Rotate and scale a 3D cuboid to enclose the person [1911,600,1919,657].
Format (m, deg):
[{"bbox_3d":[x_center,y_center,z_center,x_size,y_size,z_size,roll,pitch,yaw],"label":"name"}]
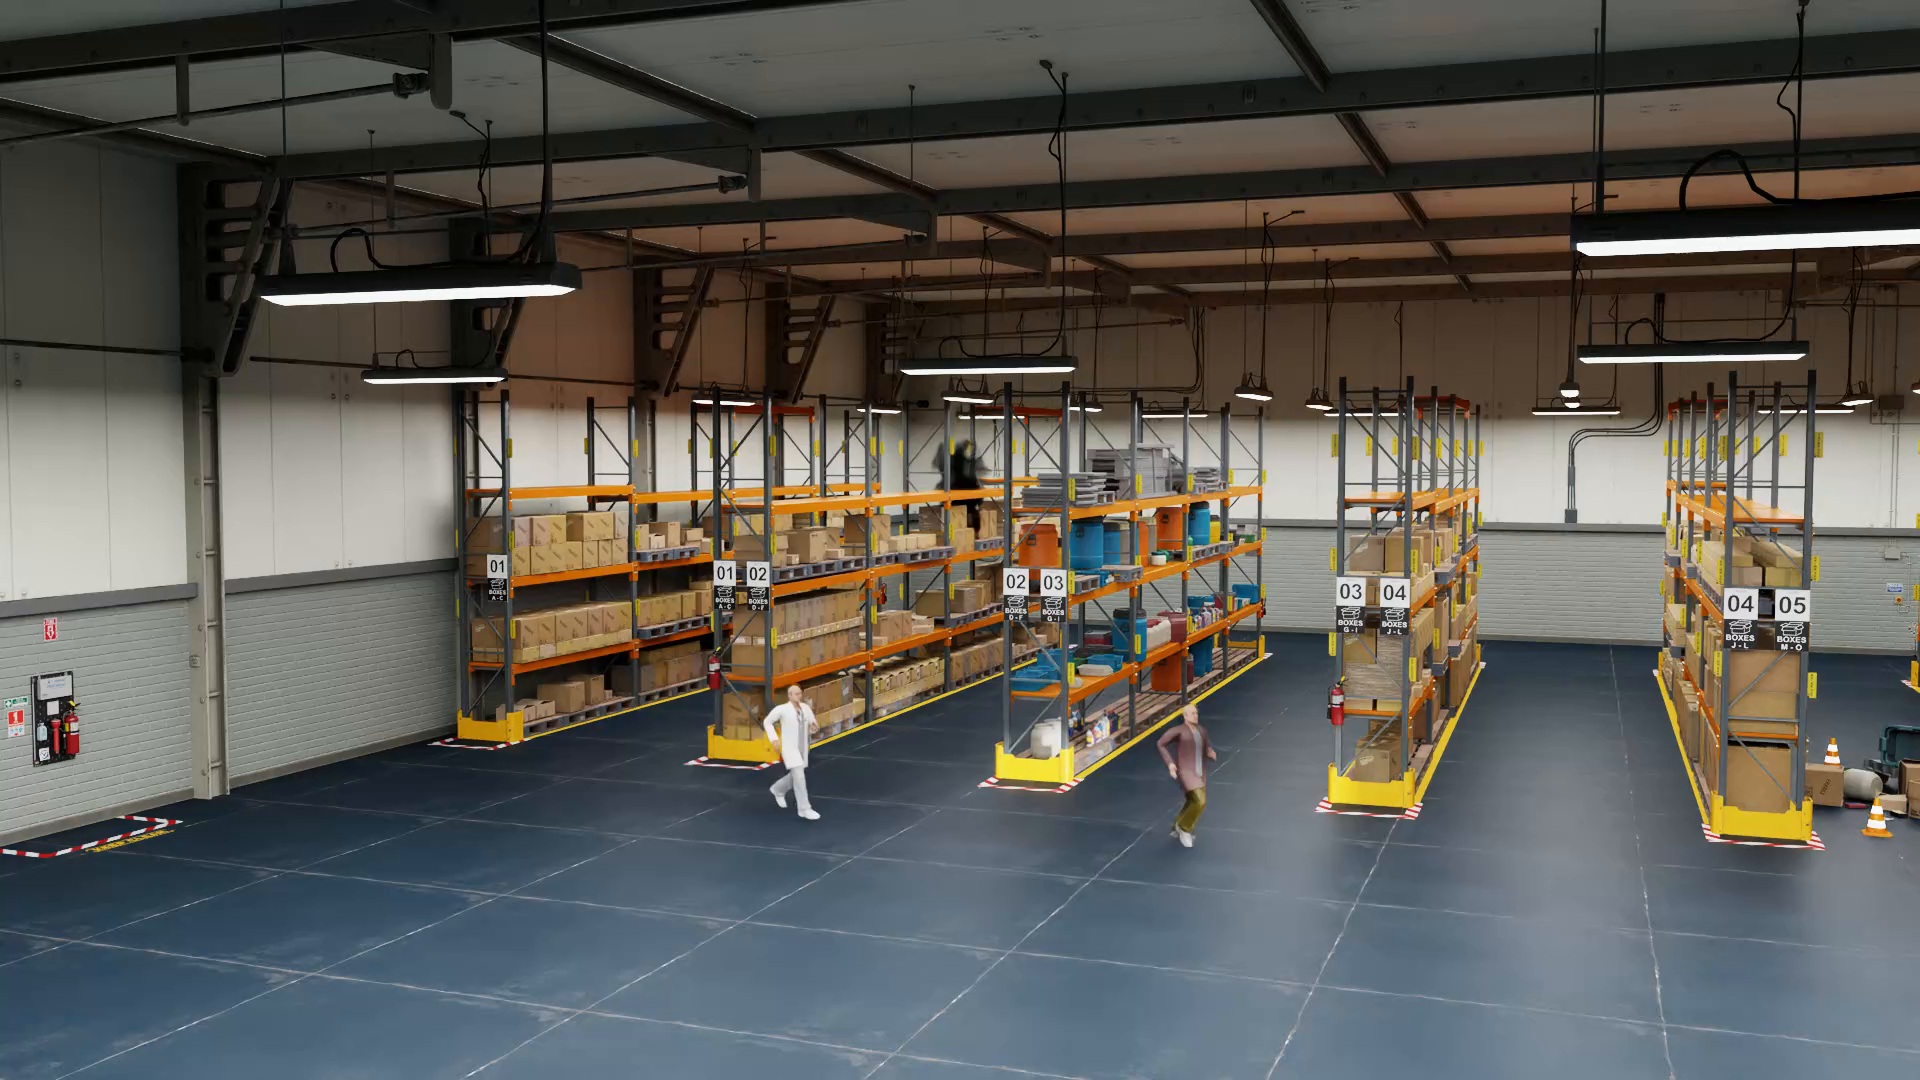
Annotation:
[{"bbox_3d":[21.025,2.146,36.132,0.662,1.783,0.701,2,4,35],"label":"person"}]

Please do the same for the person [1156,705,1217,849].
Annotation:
[{"bbox_3d":[2.919,2.968,20.896,0.683,1.783,0.748,-3,4,-41],"label":"person"}]

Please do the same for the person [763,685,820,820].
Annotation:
[{"bbox_3d":[-2.261,2.842,22.527,1.048,1.762,0.701,3,4,43],"label":"person"}]
